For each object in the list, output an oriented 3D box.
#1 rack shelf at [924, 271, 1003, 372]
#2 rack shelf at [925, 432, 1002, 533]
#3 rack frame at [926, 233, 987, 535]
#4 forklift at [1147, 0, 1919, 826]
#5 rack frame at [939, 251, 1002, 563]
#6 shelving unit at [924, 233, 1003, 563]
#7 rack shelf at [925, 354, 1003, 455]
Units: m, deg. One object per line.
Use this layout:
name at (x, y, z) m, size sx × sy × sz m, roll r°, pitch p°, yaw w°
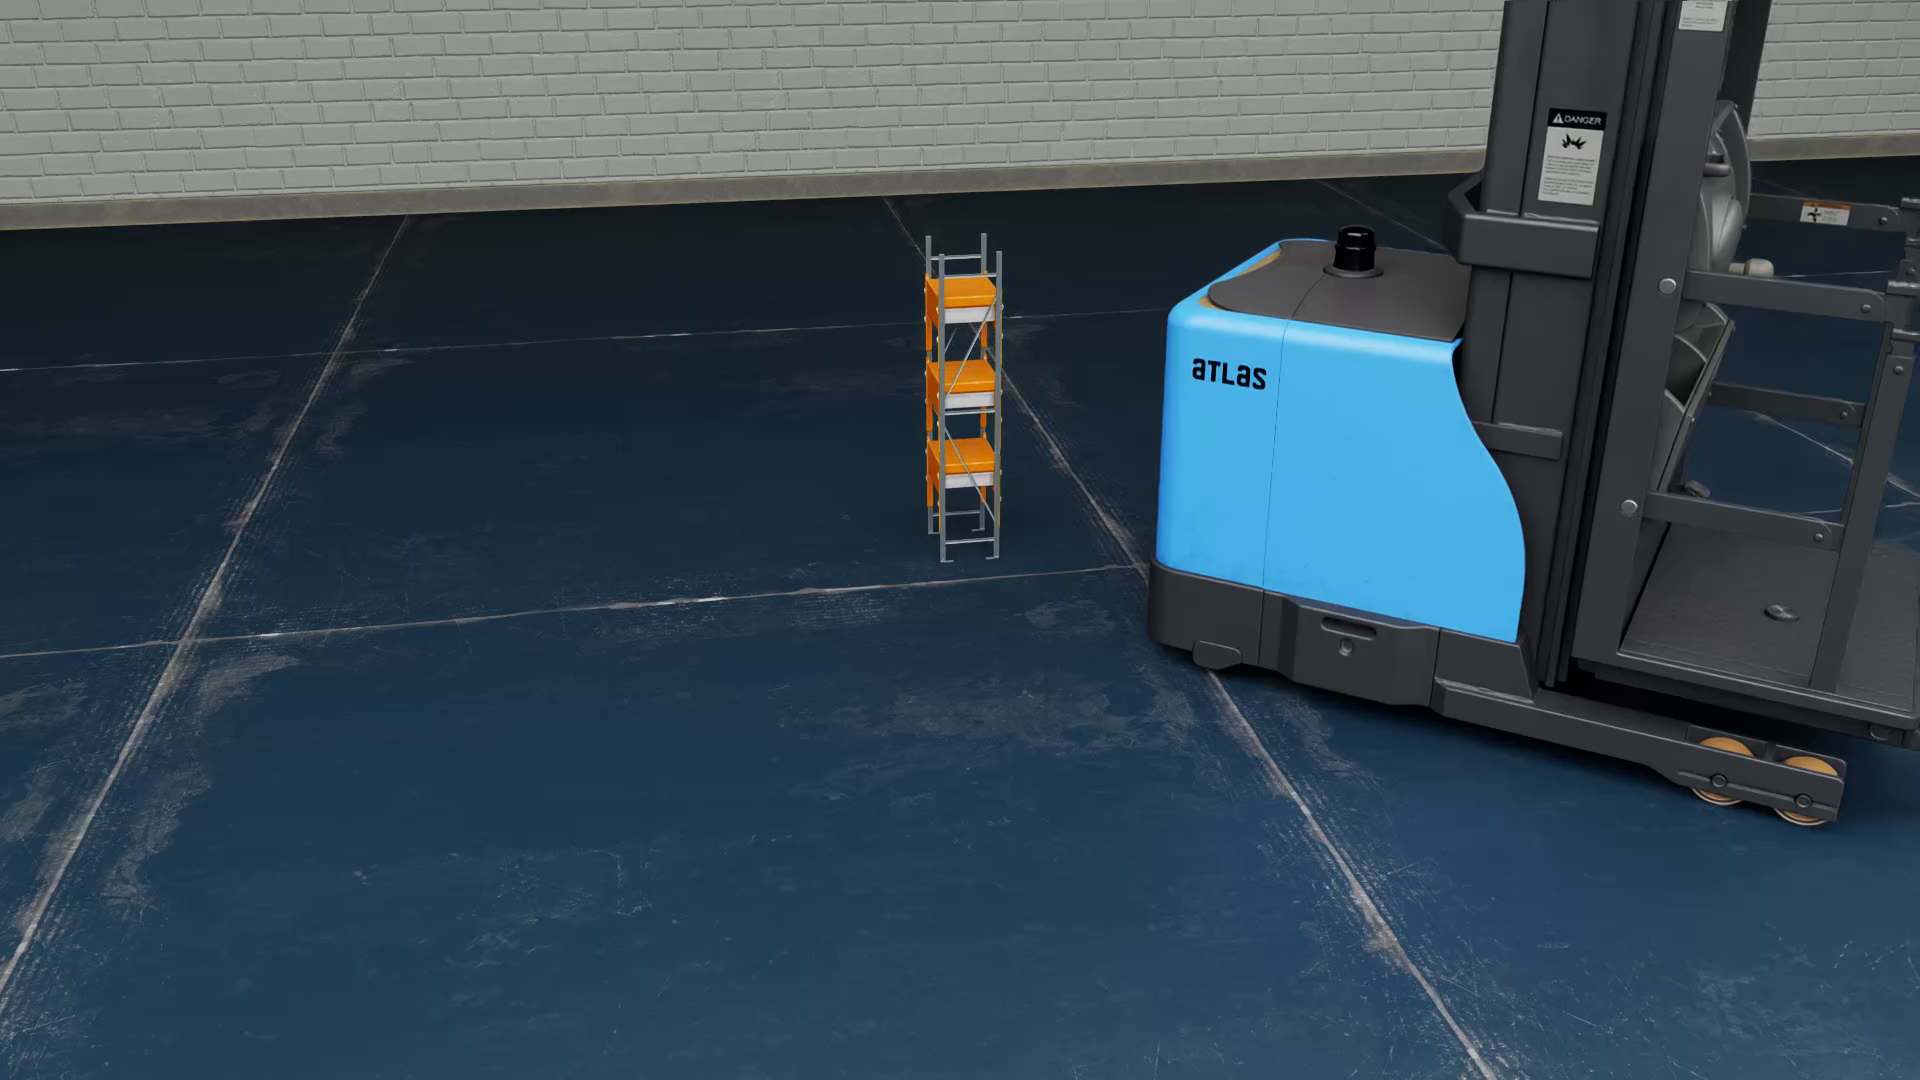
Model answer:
rack shelf at (0.010, -0.710, 5.382) m, size 0.215 × 0.259 × 0.240 m, roll -4°, pitch 24°, yaw -10°
rack shelf at (0.010, -0.196, 5.607) m, size 0.215 × 0.259 × 0.240 m, roll -4°, pitch 24°, yaw -10°
rack frame at (-0.013, -0.508, 5.602) m, size 0.200 × 1.050 × 0.008 m, roll -4°, pitch 24°, yaw -10°
forklift at (2.096, -0.878, 4.098) m, size 3.031 × 2.935 × 1.130 m, roll 13°, pitch 27°, yaw 26°
rack frame at (0.032, -0.412, 5.382) m, size 0.200 × 1.050 × 0.008 m, roll -4°, pitch 24°, yaw -10°
shelving unit at (0.010, -0.460, 5.492) m, size 0.215 × 1.050 × 0.252 m, roll -4°, pitch 24°, yaw -10°
rack shelf at (0.010, -0.450, 5.496) m, size 0.215 × 0.259 × 0.240 m, roll -4°, pitch 24°, yaw -10°
